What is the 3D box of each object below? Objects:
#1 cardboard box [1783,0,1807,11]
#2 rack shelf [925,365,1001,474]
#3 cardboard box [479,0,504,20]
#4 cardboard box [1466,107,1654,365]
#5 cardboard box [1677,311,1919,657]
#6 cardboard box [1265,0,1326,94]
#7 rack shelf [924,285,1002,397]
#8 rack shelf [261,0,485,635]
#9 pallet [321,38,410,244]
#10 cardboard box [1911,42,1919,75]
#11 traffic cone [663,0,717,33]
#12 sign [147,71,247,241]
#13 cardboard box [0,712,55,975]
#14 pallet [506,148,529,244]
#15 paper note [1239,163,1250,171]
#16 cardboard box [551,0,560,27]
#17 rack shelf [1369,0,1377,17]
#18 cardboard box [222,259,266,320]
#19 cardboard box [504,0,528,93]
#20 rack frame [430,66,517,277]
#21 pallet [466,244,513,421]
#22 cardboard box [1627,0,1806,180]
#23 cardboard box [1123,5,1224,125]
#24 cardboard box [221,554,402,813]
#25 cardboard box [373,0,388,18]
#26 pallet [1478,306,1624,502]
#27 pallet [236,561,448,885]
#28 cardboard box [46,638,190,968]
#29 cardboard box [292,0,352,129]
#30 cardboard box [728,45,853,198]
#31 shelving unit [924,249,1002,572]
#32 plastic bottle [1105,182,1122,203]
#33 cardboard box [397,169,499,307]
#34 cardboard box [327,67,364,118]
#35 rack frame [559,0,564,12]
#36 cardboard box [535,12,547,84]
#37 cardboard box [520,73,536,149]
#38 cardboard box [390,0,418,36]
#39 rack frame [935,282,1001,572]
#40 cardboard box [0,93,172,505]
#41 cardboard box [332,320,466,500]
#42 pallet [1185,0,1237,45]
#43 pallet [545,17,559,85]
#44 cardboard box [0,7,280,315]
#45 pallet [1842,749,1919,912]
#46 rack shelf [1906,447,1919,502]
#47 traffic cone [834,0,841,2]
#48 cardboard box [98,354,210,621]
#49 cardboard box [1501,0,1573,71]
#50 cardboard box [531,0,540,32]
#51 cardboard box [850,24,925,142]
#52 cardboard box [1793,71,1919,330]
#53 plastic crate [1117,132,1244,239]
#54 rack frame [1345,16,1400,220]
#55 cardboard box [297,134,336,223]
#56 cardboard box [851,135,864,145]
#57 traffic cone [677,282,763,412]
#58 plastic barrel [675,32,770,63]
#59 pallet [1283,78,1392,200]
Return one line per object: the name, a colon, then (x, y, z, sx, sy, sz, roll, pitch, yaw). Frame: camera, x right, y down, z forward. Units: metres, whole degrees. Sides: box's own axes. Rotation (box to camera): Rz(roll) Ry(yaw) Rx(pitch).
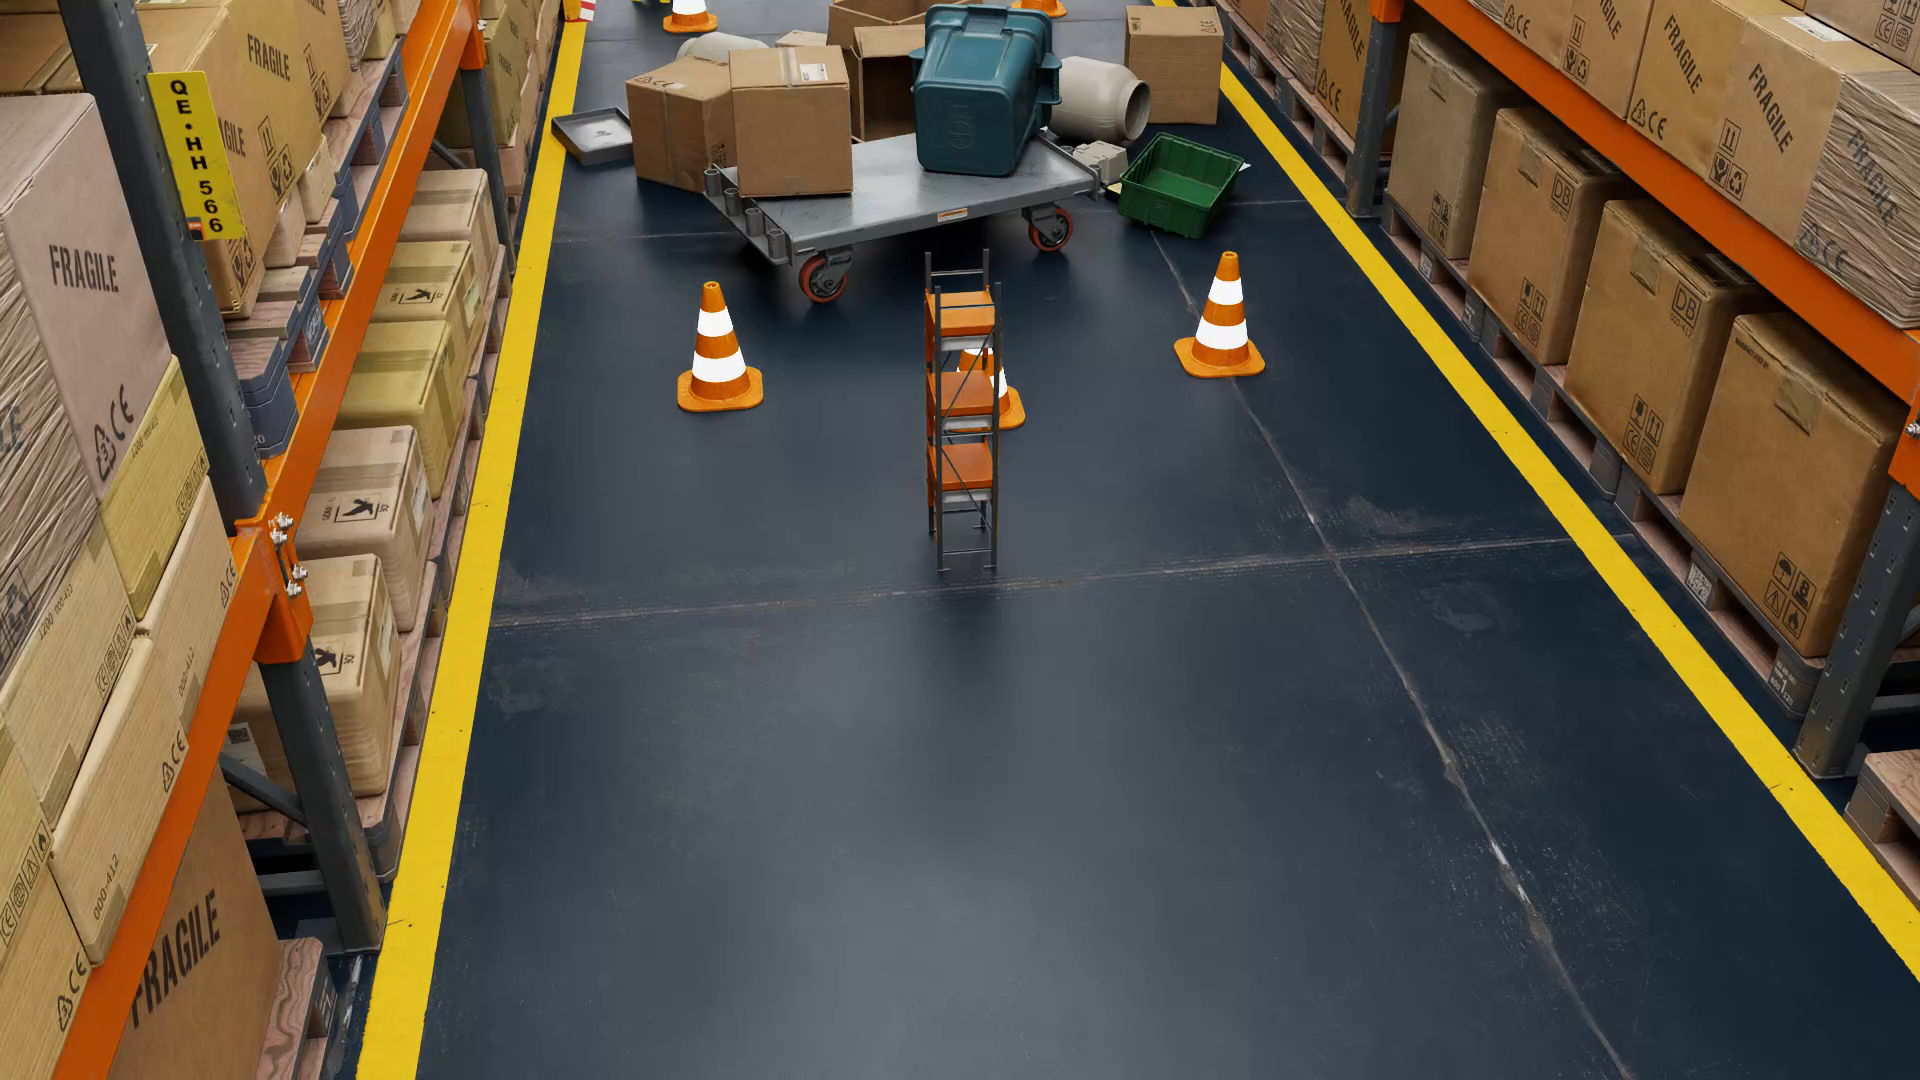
cardboard box: (2.729, -1.895, 4.891, 0.700, 0.500, 0.500, -5, 35, -7)
rack shelf: (0.007, -0.395, 5.416, 0.215, 0.259, 0.240, -4, 35, -6)
cardboard box: (-2.278, -2.462, 7.525, 0.380, 0.149, 0.250, -4, 34, -6)
cardboard box: (2.681, -1.219, 6.500, 1.050, 0.750, 0.750, -4, 35, -6)
cardboard box: (2.928, -0.212, 5.022, 1.050, 0.750, 0.750, -5, 35, -7)
cardboard box: (2.242, -3.008, 9.014, 0.875, 0.875, 0.875, -4, 34, -6)
rack shelf: (0.007, -0.630, 5.257, 0.215, 0.259, 0.240, -4, 35, -6)
rack shelf: (-2.240, -1.009, 5.206, 1.077, 0.370, 4.000, -4, 35, -6)
pallet: (-2.278, -1.212, 5.036, 1.003, 0.211, 1.213, -4, 35, -6)
cardboard box: (2.870, -1.327, 4.057, 0.700, 0.500, 0.500, -5, 35, -7)
traffic cone: (-1.711, -3.464, 10.422, 0.336, 0.463, 0.334, -4, 35, -6)
sign: (-1.421, -0.712, 3.104, 0.100, 0.325, 0.005, -4, 35, -6)
cardboard box: (-1.492, 0.486, 2.062, 0.500, 0.250, 0.500, -5, 35, -8)
pallet: (-2.634, -1.642, 7.972, 1.003, 0.211, 1.213, -4, 35, -6)
paper note: (1.395, -1.934, 8.560, 0.142, 0.020, 0.147, 27, 43, 34)
cardboard box: (-2.668, -3.248, 9.921, 0.500, 0.250, 0.500, -5, 35, -7)
rack shelf: (2.113, -3.672, 9.114, 1.077, 0.370, 4.000, -4, 35, -6)
cardboard box: (-1.835, -0.616, 3.840, 0.380, 0.149, 0.250, -6, 35, -9)
cardboard box: (-2.404, -2.417, 8.036, 0.500, 0.500, 0.500, -3, 34, -4)
rack frame: (-2.509, -2.422, 6.641, 1.000, 3.000, 0.127, -4, 35, -6)
pallet: (-2.403, -0.836, 6.789, 1.003, 0.211, 1.213, -4, 35, -6)
cardboard box: (2.461, -1.451, 5.127, 0.500, 0.500, 0.500, -5, 35, -7)
cardboard box: (1.157, -2.610, 9.134, 0.500, 0.500, 0.500, 1, 34, 2)
cardboard box: (-2.037, 0.406, 4.451, 0.950, 0.372, 0.625, -7, 35, -10)
cardboard box: (-2.088, -1.955, 5.229, 0.500, 0.500, 0.500, -3, 34, -5)
pallet: (2.728, -0.594, 6.434, 1.003, 0.211, 1.213, -4, 35, -6)
pallet: (-2.075, 0.526, 4.791, 1.003, 0.211, 1.213, -4, 35, -6)
cardboard box: (-1.561, 0.418, 2.606, 0.500, 0.250, 0.500, -4, 34, -6)
cardboard box: (-1.957, -1.383, 4.389, 0.500, 0.500, 0.500, -4, 34, -6)
cardboard box: (-0.749, -1.854, 7.354, 0.500, 0.500, 0.500, -4, 35, -6)
shelving unit: (0.007, -0.404, 5.411, 0.215, 1.050, 0.252, -4, 35, -6)
plastic bottle: (0.850, -1.679, 8.160, 0.133, 0.061, 0.283, -24, 41, -30)
cardboard box: (-2.436, -1.217, 6.833, 0.950, 0.372, 0.625, -4, 34, -6)
cardboard box: (-2.000, -1.361, 4.934, 0.380, 0.149, 0.250, -3, 34, -5)
rack frame: (-3.047, -4.654, 9.916, 1.000, 3.000, 0.127, -4, 35, -6)
cardboard box: (-2.534, -2.680, 9.087, 0.500, 0.250, 0.500, -6, 35, -8)
cardboard box: (-2.404, -2.106, 8.246, 0.500, 0.250, 0.500, -3, 34, -4)
cardboard box: (-2.040, -1.794, 5.569, 0.380, 0.149, 0.250, -4, 34, -6)
rack frame: (0.024, -0.336, 5.311, 0.200, 1.050, 0.008, -4, 35, -6)
cardboard box: (-1.642, -0.376, 2.661, 0.500, 0.500, 0.500, -5, 35, -8)
cardboard box: (-2.241, -0.429, 5.676, 0.950, 0.372, 0.625, -3, 34, -5)
pallet: (2.030, -3.493, 10.688, 1.003, 0.211, 1.213, -4, 35, -6)
pallet: (-2.963, -3.004, 9.970, 1.003, 0.211, 1.213, -4, 35, -6)
cardboard box: (-1.802, -0.797, 3.529, 0.500, 0.500, 0.500, -5, 35, -8)
pallet: (3.024, 0.967, 4.144, 1.003, 0.211, 1.213, -4, 35, -6)
rack shelf: (3.189, 0.792, 2.563, 1.077, 0.370, 4.000, -4, 35, -6)
traffic cone: (-0.657, -3.738, 10.824, 0.336, 0.463, 0.334, -4, 35, -6)
cardboard box: (-1.654, -0.084, 2.898, 0.500, 0.250, 0.500, -4, 35, -7)
cardboard box: (2.320, -2.020, 5.962, 0.500, 0.500, 0.500, -5, 35, -7)
cardboard box: (-2.546, -3.001, 8.893, 0.500, 0.500, 0.500, -5, 35, -7)
cardboard box: (-0.168, -2.369, 8.659, 0.797, 0.637, 0.503, -4, 35, -6)
cardboard box: (2.594, -0.894, 4.309, 0.500, 0.500, 0.500, -4, 35, -6)
plastic crate: (1.061, -1.713, 8.046, 0.450, 0.188, 0.662, 21, 39, 12)
rack frame: (2.382, -2.854, 7.274, 1.000, 3.000, 0.127, -4, 35, -6)
cardboard box: (-1.843, -0.927, 4.297, 0.380, 0.149, 0.250, -4, 34, -6)
cardboard box: (-0.492, -1.910, 8.316, 0.396, 0.266, 0.258, 27, 43, 34)
traffic cone: (-0.955, -0.788, 6.495, 0.336, 0.463, 0.334, -4, 35, -6)
plastic barrel: (-1.269, -2.552, 9.119, 0.512, 0.421, 0.421, 20, 39, 26)
pallet: (2.358, -2.132, 8.690, 1.003, 0.211, 1.213, -4, 35, -6)
